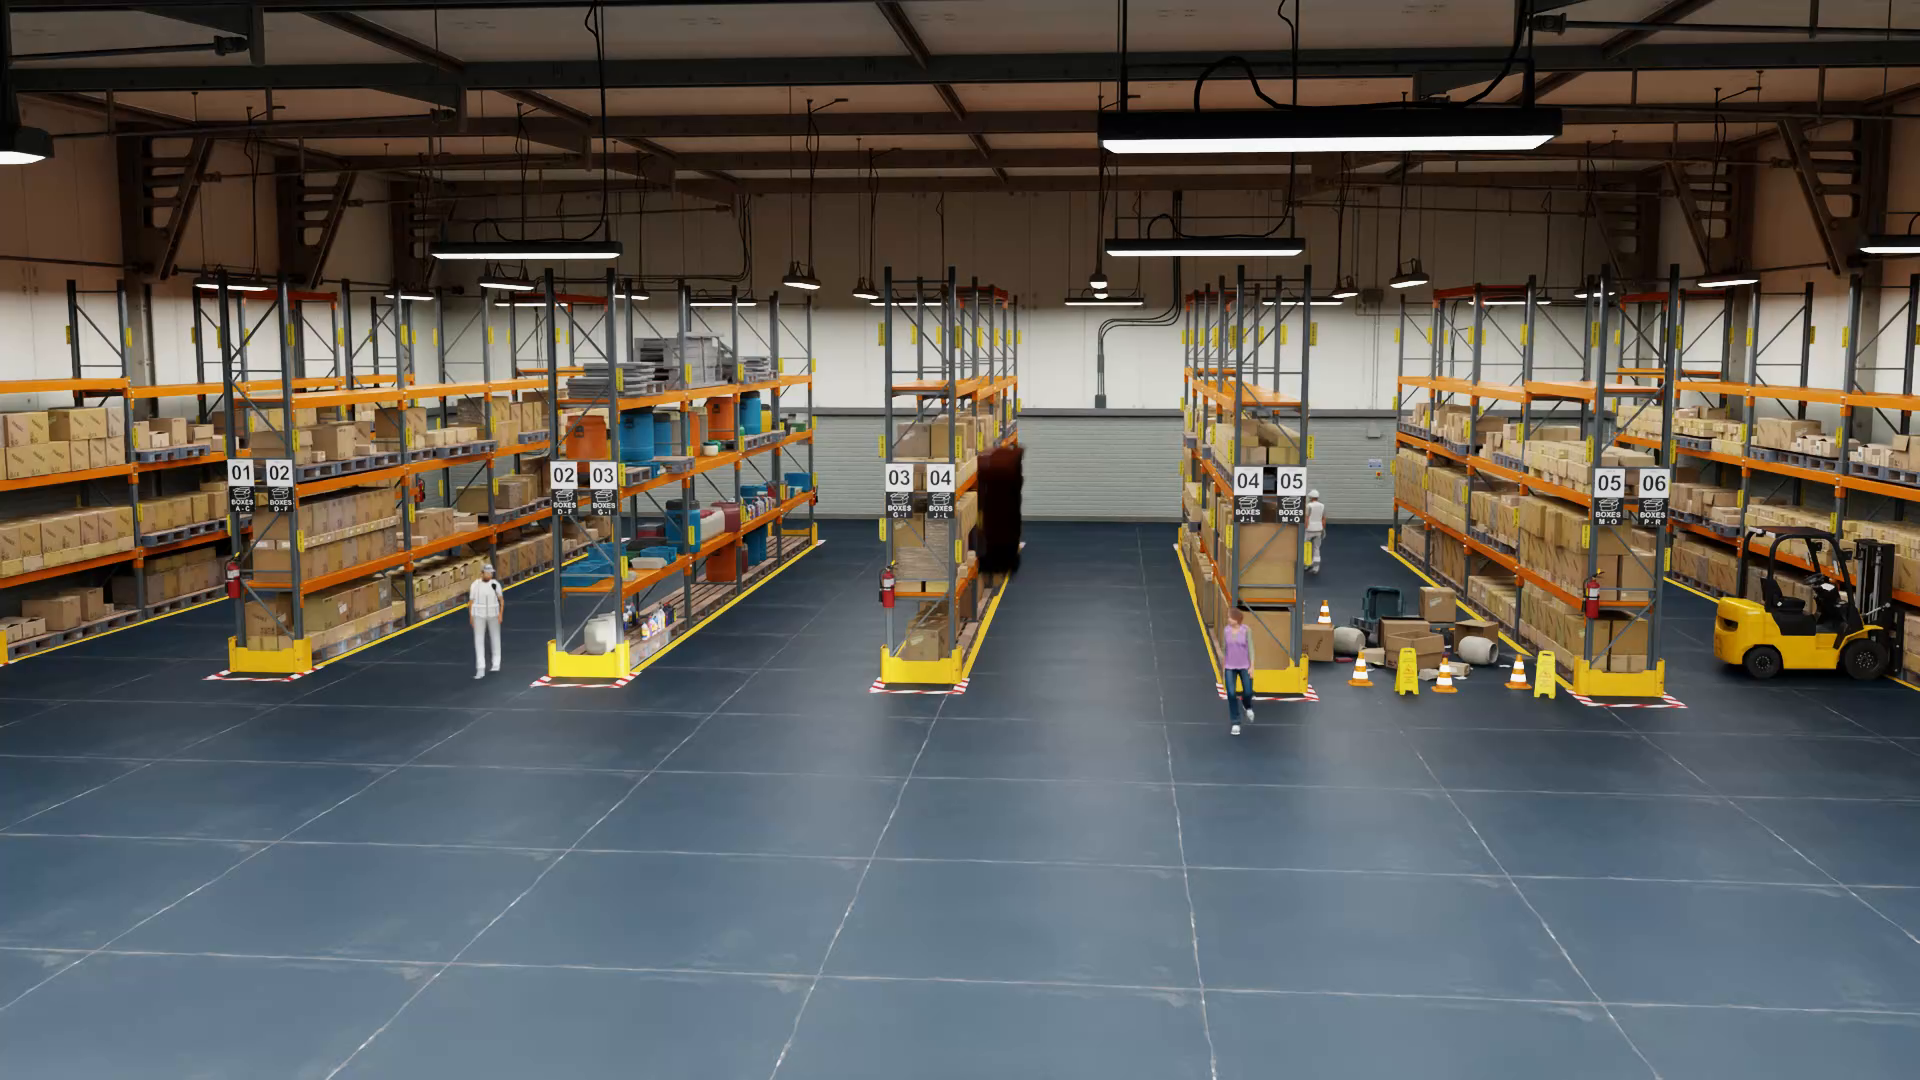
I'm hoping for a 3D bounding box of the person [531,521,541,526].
[{"bbox_3d":[-11.539,-1.208,44.383,0.862,1.630,0.445,2,7,18],"label":"person"}]

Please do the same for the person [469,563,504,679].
[{"bbox_3d":[-7.053,1.194,24.859,0.507,1.654,0.709,-3,7,-22],"label":"person"}]

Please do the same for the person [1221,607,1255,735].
[{"bbox_3d":[3.538,1.651,21.165,0.451,1.601,0.523,2,7,19],"label":"person"}]

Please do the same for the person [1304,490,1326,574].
[{"bbox_3d":[7.514,-0.173,35.324,0.602,1.791,0.467,-3,8,-22],"label":"person"}]
